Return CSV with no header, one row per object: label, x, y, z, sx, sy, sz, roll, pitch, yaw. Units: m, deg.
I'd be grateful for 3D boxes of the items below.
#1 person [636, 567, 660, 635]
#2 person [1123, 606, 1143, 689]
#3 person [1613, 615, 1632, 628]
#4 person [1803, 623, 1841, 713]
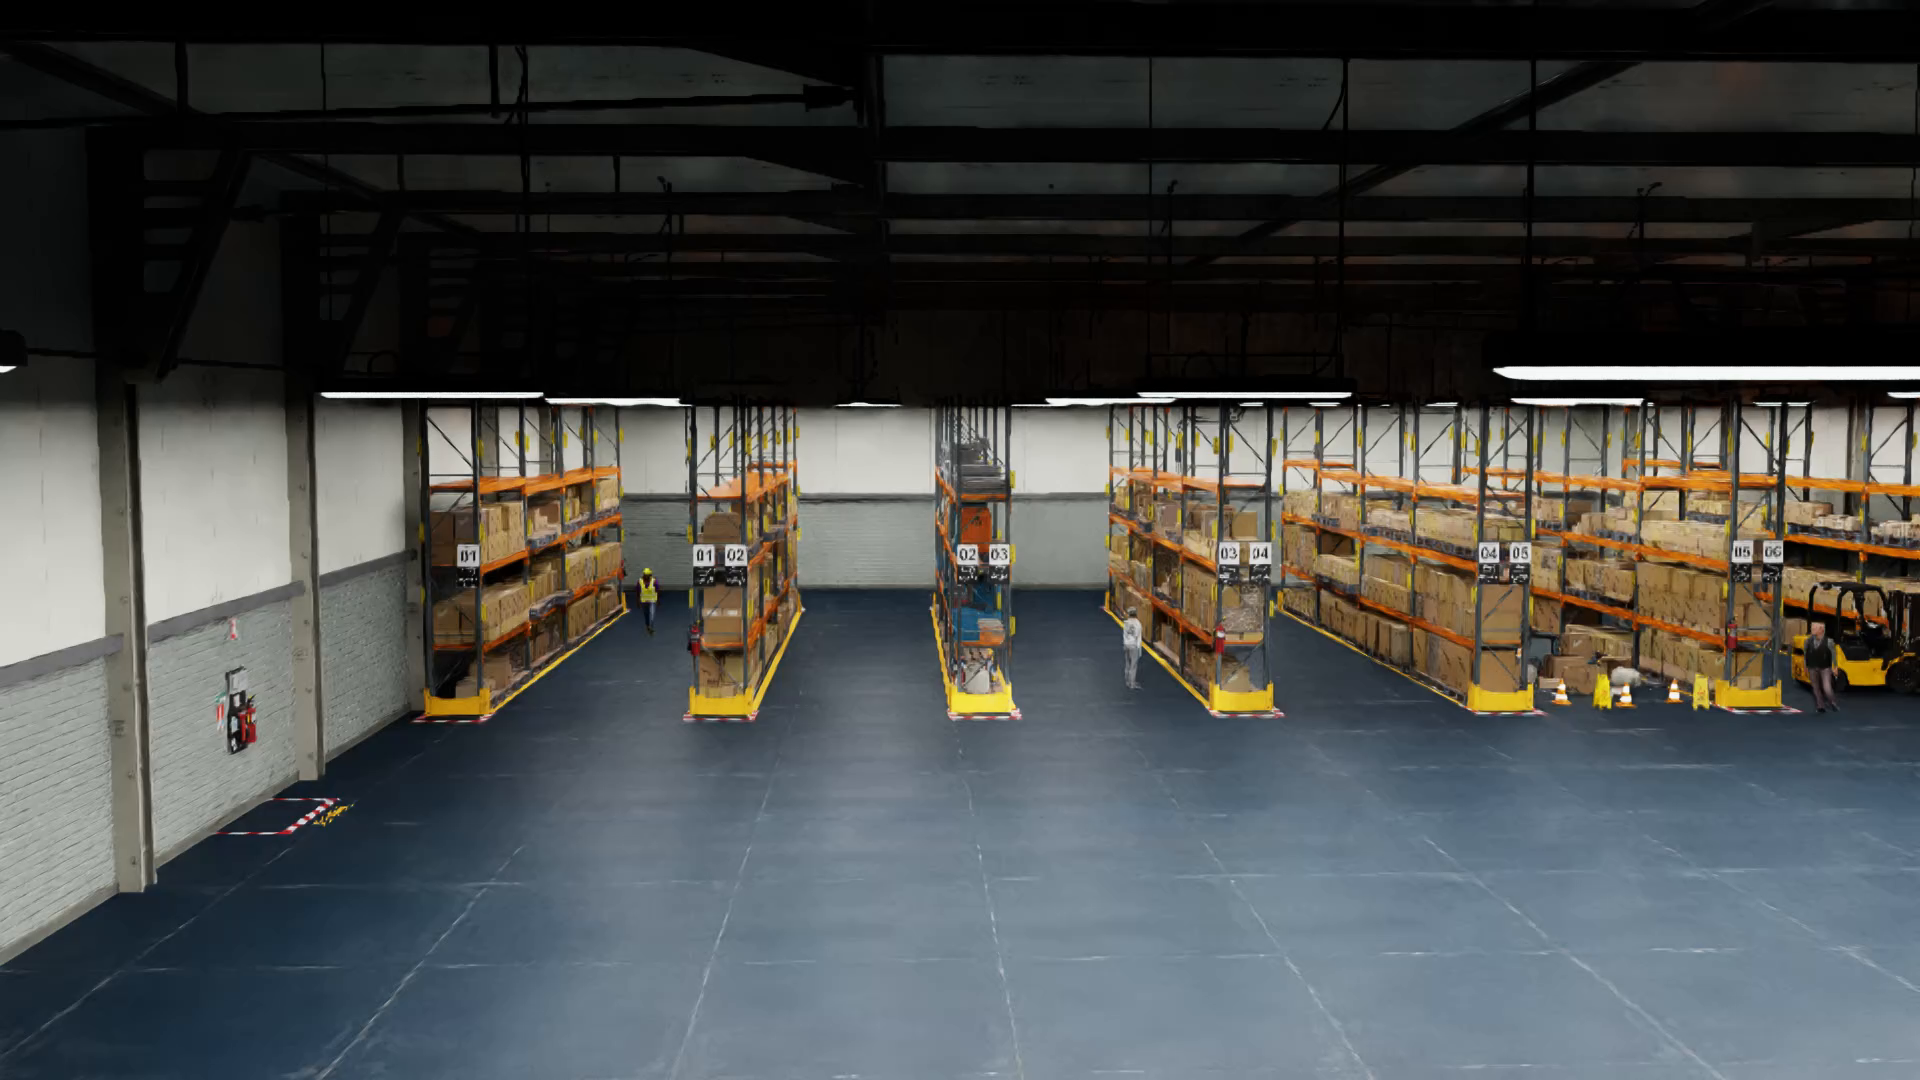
person,-7.962,1.536,42.351,0.577,1.691,1.121,0,4,0
person,3.564,2.194,34.068,0.416,1.677,0.537,-3,5,-34
person,17.382,1.399,43.622,0.492,1.764,0.625,-2,5,-26
person,16.198,2.405,31.230,0.665,1.707,0.455,4,6,43
